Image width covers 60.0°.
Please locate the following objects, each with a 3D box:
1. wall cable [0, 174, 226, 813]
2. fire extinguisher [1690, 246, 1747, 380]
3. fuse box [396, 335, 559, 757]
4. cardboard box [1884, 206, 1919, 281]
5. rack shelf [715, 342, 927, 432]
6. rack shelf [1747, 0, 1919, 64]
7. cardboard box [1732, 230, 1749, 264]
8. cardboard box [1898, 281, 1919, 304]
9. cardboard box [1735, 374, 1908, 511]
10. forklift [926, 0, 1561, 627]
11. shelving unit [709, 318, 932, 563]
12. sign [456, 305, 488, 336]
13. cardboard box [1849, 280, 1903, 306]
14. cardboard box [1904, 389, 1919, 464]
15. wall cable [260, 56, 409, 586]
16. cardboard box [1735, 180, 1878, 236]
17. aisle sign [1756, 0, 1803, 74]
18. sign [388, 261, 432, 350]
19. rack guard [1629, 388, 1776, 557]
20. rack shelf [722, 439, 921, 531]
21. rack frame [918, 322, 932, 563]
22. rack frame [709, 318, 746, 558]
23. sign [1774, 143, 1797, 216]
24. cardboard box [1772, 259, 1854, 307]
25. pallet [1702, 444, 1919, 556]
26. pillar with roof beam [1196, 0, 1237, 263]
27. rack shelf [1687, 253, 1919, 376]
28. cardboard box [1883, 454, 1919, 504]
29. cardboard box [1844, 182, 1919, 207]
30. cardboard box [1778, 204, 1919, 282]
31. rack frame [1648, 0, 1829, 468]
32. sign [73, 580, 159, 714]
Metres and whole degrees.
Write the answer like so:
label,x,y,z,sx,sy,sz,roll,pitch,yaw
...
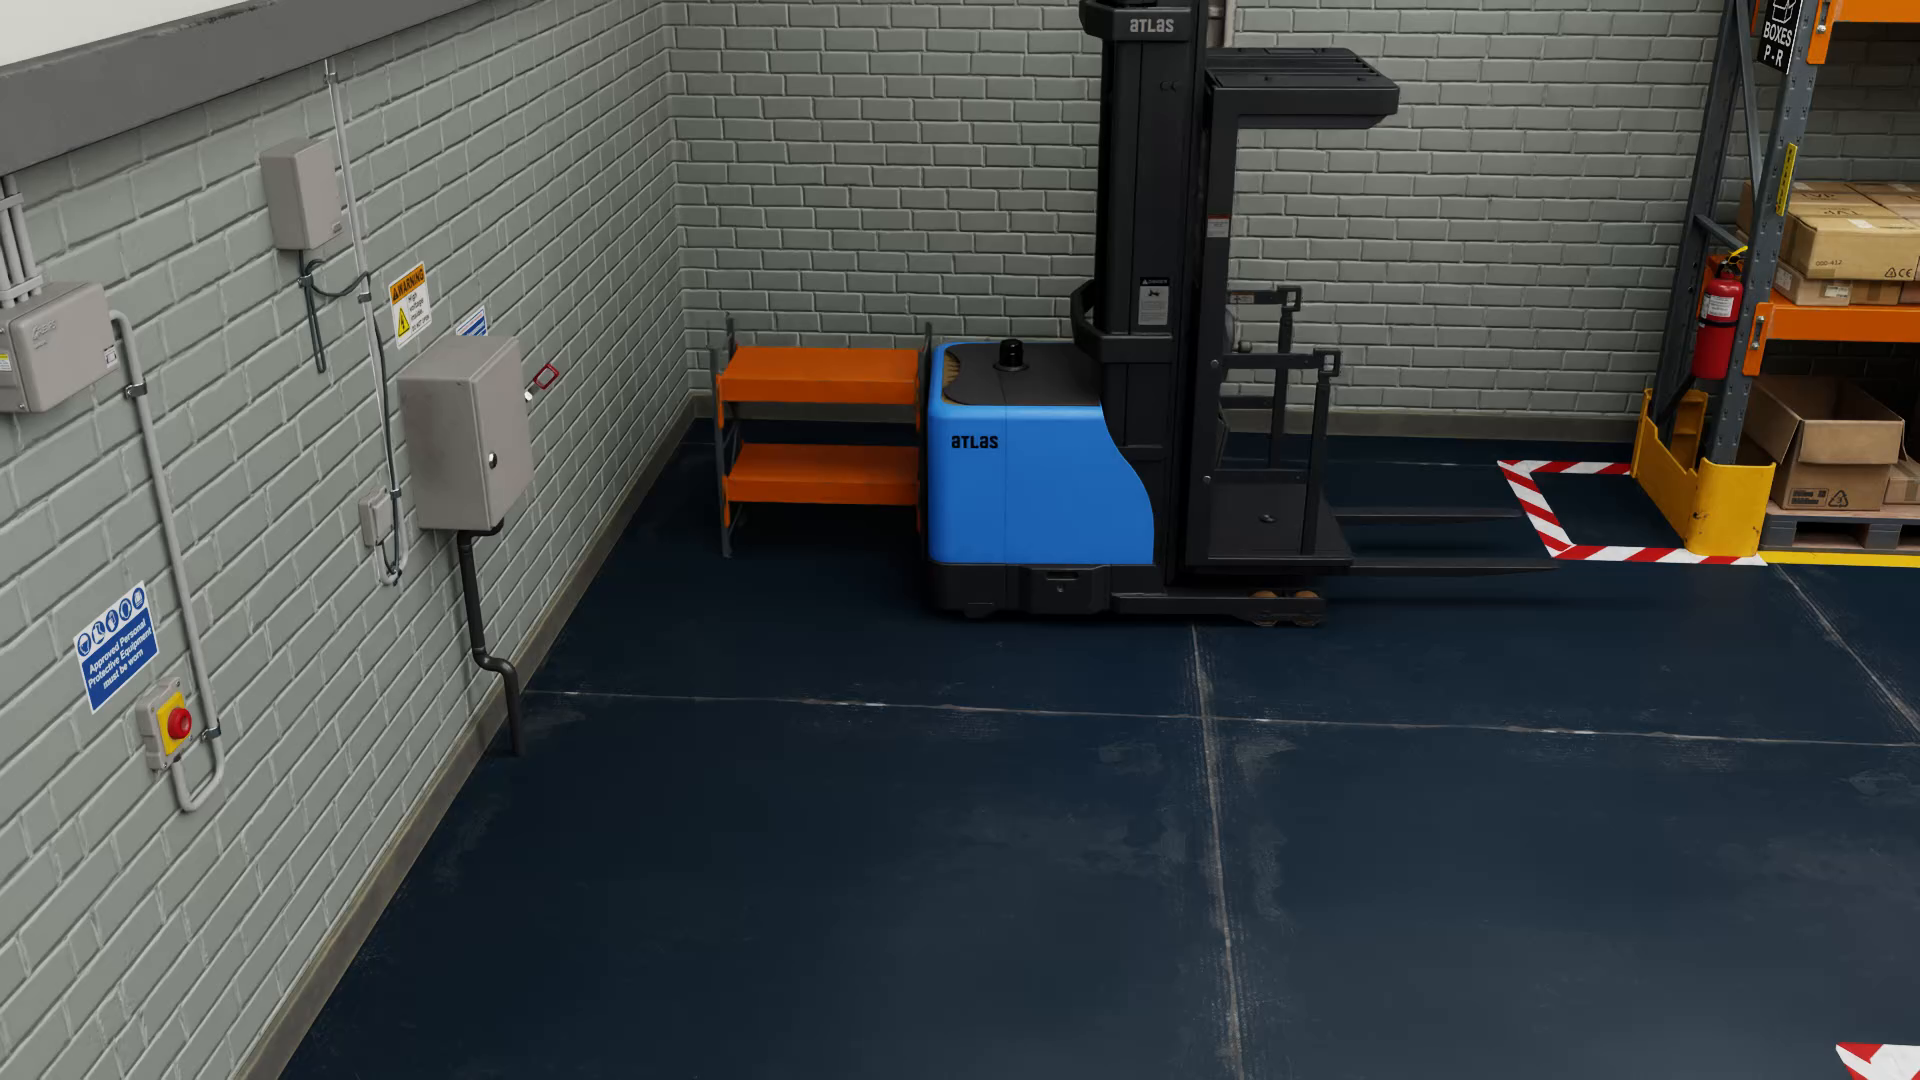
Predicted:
label,x,y,z,sx,sy,sz,roll,pitch,yaw
wall cable,-2.087,-0.101,4.128,0.123,1.953,0.585,2,25,4
fire extinguisher,3.731,-1.131,8.158,0.183,0.674,0.296,2,25,4
fuse box,-1.781,0.089,6.509,0.414,1.711,0.539,2,25,4
cardboard box,4.847,-1.447,8.131,0.500,0.250,0.500,2,25,5
rack shelf,-0.682,-0.777,8.393,1.000,0.278,0.538,1,25,3
rack shelf,5.907,-2.495,7.856,4.000,0.370,1.077,2,25,4
cardboard box,4.264,-1.510,8.744,0.250,0.149,0.380,2,25,3
cardboard box,4.741,-1.301,8.290,0.250,0.149,0.380,2,25,3
cardboard box,4.515,-0.521,8.778,0.637,0.503,0.797,1,25,2
forklift,1.359,-1.146,7.734,3.031,2.935,1.130,0,25,1
shelving unit,-0.682,-0.511,8.515,1.048,1.125,0.538,1,25,3
sign,-1.950,-0.665,6.721,0.001,0.494,0.329,2,25,4
cardboard box,4.477,-1.295,8.277,0.250,0.149,0.380,2,25,5
cardboard box,5.365,-0.476,8.684,0.500,0.500,0.700,3,25,6
wall cable,-1.990,-0.678,5.420,0.122,1.984,0.588,2,25,4
cardboard box,4.392,-1.686,8.649,0.500,0.250,0.500,3,25,6
aisle sign,3.822,-2.584,7.667,0.004,0.787,0.394,2,25,4
sign,-1.992,-0.855,6.031,0.001,0.242,0.339,2,25,4
rack guard,3.989,-0.385,8.989,0.348,0.500,1.175,2,25,4
rack shelf,-0.682,-0.289,8.617,1.000,0.278,0.538,1,25,3
rack frame,-0.175,-0.499,8.488,0.032,1.125,0.500,1,25,3
rack frame,-1.190,-0.523,8.542,0.032,1.125,0.500,1,25,3
sign,3.871,-1.690,7.799,0.005,0.325,0.100,2,25,4
cardboard box,4.220,-1.284,8.253,0.250,0.149,0.380,2,25,4
pallet,4.784,-0.229,8.995,1.213,0.211,1.003,2,25,4
pillar with roof beam,0.964,-2.916,4.322,0.400,9.000,9.100,2,25,4
rack shelf,5.907,-1.132,8.483,4.000,0.370,1.077,2,25,4
cardboard box,4.936,-0.330,8.787,0.250,0.149,0.380,1,25,2
cardboard box,4.906,-1.669,8.613,0.500,0.250,0.500,2,25,4
cardboard box,4.345,-1.463,8.165,0.500,0.250,0.500,2,25,4
rack frame,3.913,-1.523,8.472,0.127,3.000,1.000,2,25,4
sign,-2.152,0.270,4.251,0.001,0.218,0.327,2,25,4
